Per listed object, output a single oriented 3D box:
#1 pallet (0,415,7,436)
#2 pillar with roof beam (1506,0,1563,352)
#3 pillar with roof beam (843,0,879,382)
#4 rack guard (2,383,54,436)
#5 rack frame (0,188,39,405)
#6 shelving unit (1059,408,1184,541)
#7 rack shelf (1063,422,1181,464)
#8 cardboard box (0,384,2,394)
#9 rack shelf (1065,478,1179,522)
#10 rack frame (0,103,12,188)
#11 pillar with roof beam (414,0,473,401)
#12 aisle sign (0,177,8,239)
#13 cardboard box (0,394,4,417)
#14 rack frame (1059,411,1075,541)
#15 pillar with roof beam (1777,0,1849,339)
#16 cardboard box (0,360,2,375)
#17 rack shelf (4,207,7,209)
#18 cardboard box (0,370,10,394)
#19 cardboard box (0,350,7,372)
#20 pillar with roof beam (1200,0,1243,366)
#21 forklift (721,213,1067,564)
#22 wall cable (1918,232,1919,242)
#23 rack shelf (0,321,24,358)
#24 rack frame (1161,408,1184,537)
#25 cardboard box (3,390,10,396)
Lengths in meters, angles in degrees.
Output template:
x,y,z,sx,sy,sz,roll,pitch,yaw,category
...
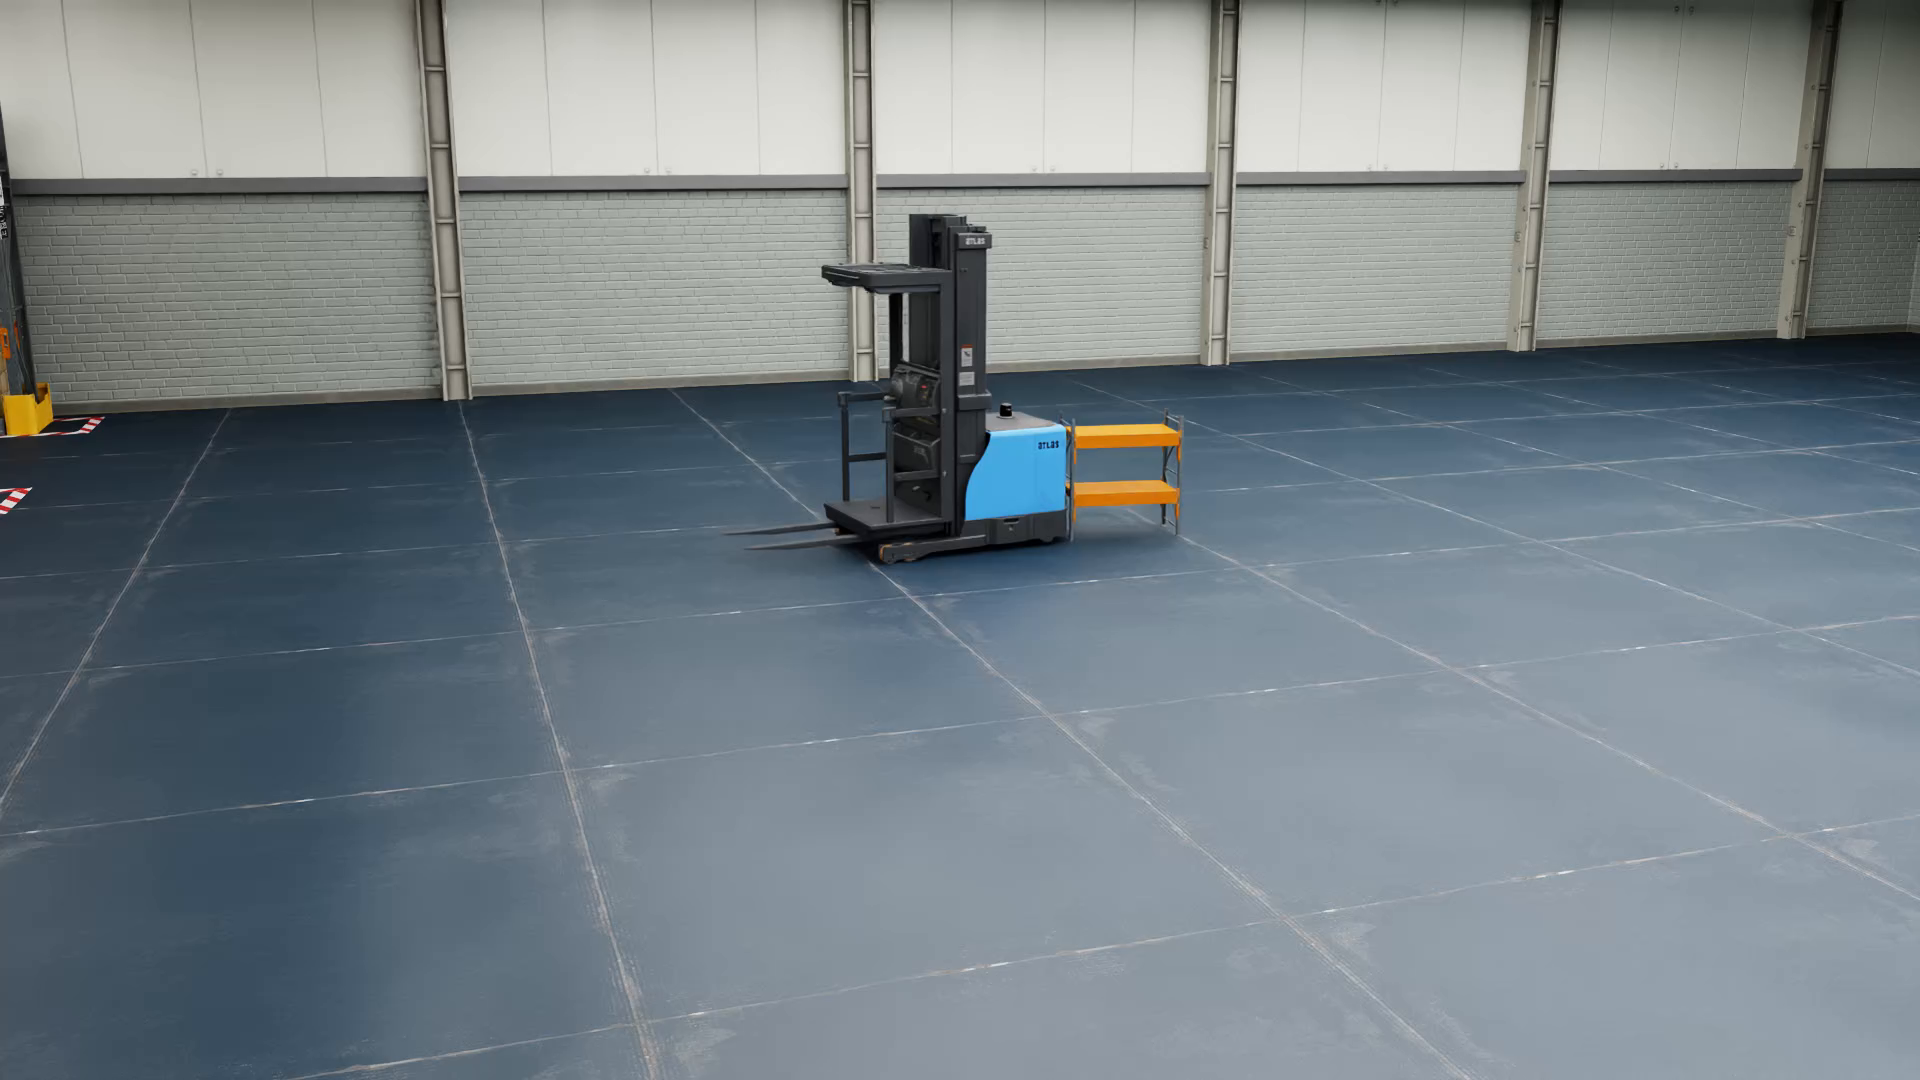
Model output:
x,y,z,sx,sy,sz,roll,pitch,yaw,category
-12.623,-1.470,20.972,1.213,0.211,1.003,-4,14,-18,pallet
11.260,-6.784,24.323,0.400,9.000,9.100,-4,14,-18,pillar with roof beam
-0.113,-5.898,20.600,0.400,9.000,9.100,-4,14,-18,pillar with roof beam
-11.889,-1.678,21.222,0.348,0.500,1.175,-4,14,-18,rack guard
-11.912,-2.892,20.925,0.127,3.000,1.000,-4,14,-18,rack frame
1.478,-0.615,15.406,1.048,1.125,0.538,-2,14,-10,shelving unit
1.478,-0.900,15.338,1.000,0.278,0.538,-2,14,-10,rack shelf
-12.273,-1.897,20.698,0.500,0.250,0.500,-5,14,-19,cardboard box
1.478,-0.377,15.462,1.000,0.278,0.538,-2,14,-10,rack shelf
-11.912,-5.810,20.231,0.127,3.000,1.000,-4,14,-18,rack frame
-5.799,-5.455,18.738,0.400,9.000,9.100,-4,14,-18,pillar with roof beam
-11.756,-4.097,20.374,0.004,0.787,0.394,-4,14,-18,aisle sign
-12.256,-1.654,20.758,0.500,0.250,0.500,-4,14,-18,cardboard box
0.978,-0.594,15.316,0.032,1.125,0.500,-2,14,-10,rack frame
16.947,-7.227,26.185,0.548,9.000,9.100,-4,14,-18,pillar with roof beam
-12.249,-2.142,20.649,0.500,0.250,0.500,-4,14,-16,cardboard box
-13.807,-3.854,20.041,4.000,0.370,1.077,-4,14,-18,rack shelf
-12.424,-2.012,21.183,0.500,0.250,0.500,-4,14,-17,cardboard box
-12.428,-2.251,21.105,0.500,0.250,0.500,-5,14,-19,cardboard box
5.574,-6.341,22.462,0.400,9.000,9.100,-4,14,-18,pillar with roof beam
-0.584,-1.355,14.615,3.031,2.935,1.130,-7,15,-26,forklift
18.788,-6.588,30.209,0.112,2.526,3.097,-4,14,-18,wall cable
-13.807,-2.394,20.388,4.000,0.370,1.077,-4,14,-18,rack shelf
1.978,-0.637,15.496,0.032,1.125,0.500,-2,14,-10,rack frame
-12.440,-1.765,21.223,0.500,0.250,0.500,-4,14,-18,cardboard box
